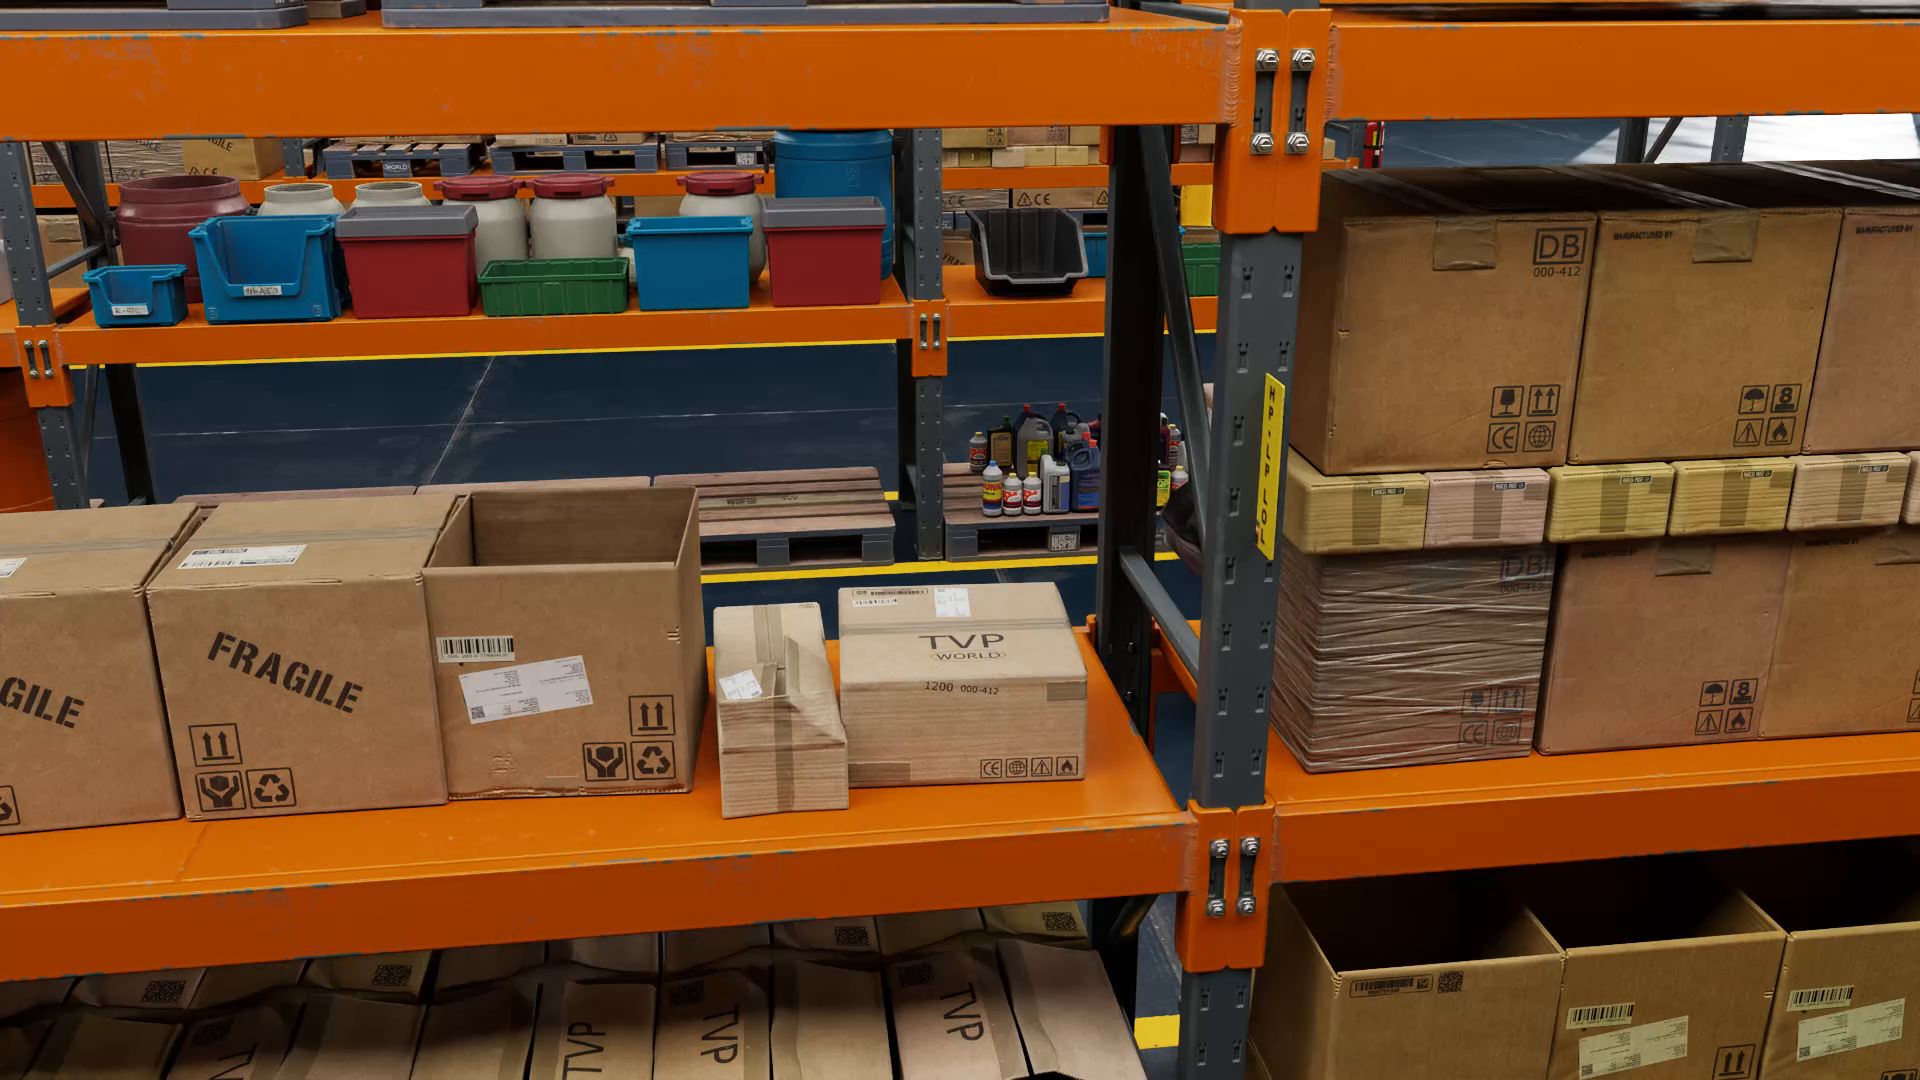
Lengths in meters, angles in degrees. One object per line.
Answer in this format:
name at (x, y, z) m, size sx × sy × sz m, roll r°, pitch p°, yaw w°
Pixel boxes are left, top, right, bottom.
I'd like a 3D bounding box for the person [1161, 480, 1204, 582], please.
person at (1.278, 0.183, 6.680) m, size 0.945 × 0.987 × 0.508 m, roll -4°, pitch 20°, yaw -10°
